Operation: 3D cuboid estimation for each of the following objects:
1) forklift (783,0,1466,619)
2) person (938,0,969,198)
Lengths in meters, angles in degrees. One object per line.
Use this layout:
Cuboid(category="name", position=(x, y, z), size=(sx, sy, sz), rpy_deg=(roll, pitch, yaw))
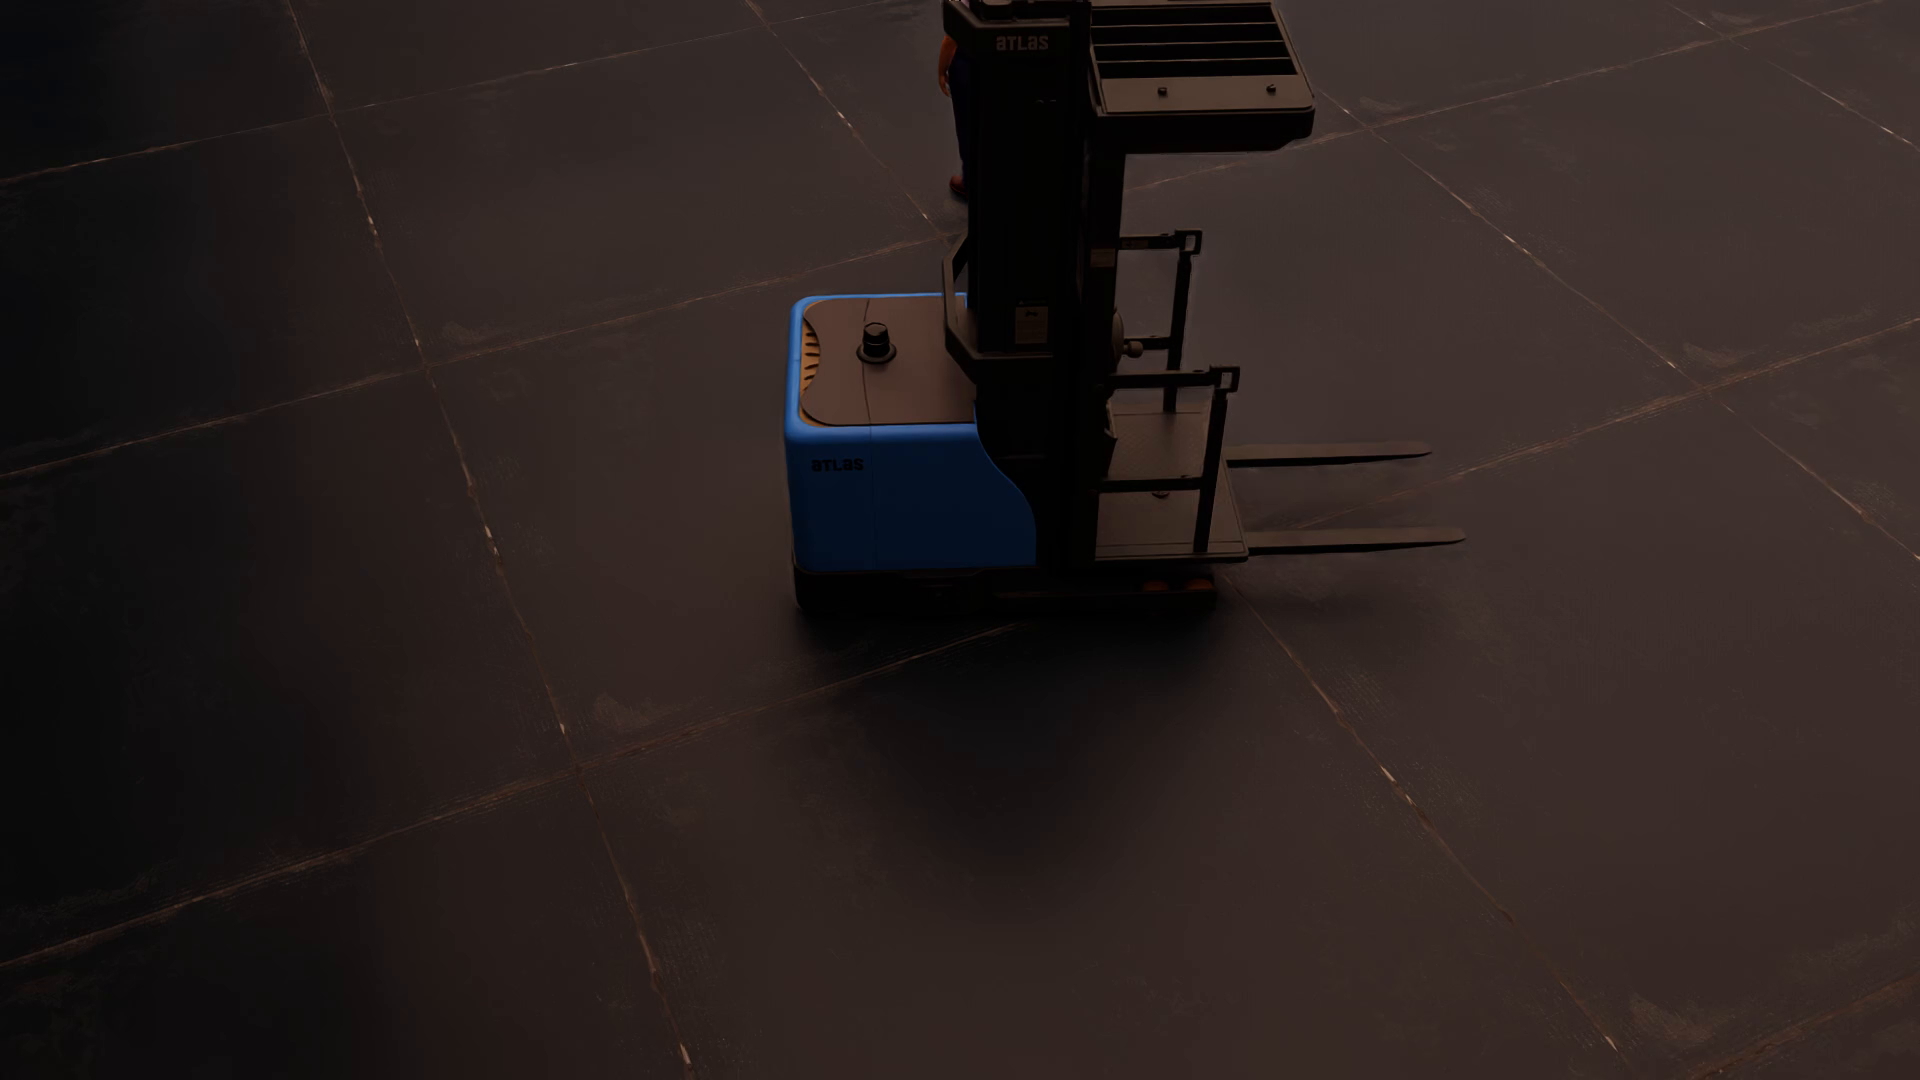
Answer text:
Cuboid(category="forklift", position=(0.759, -1.095, 6.853), size=(3.031, 2.935, 1.130), rpy_deg=(-2, 43, -2))
Cuboid(category="person", position=(0.112, -2.731, 9.543), size=(0.583, 1.656, 0.487), rpy_deg=(-17, 46, -17))
